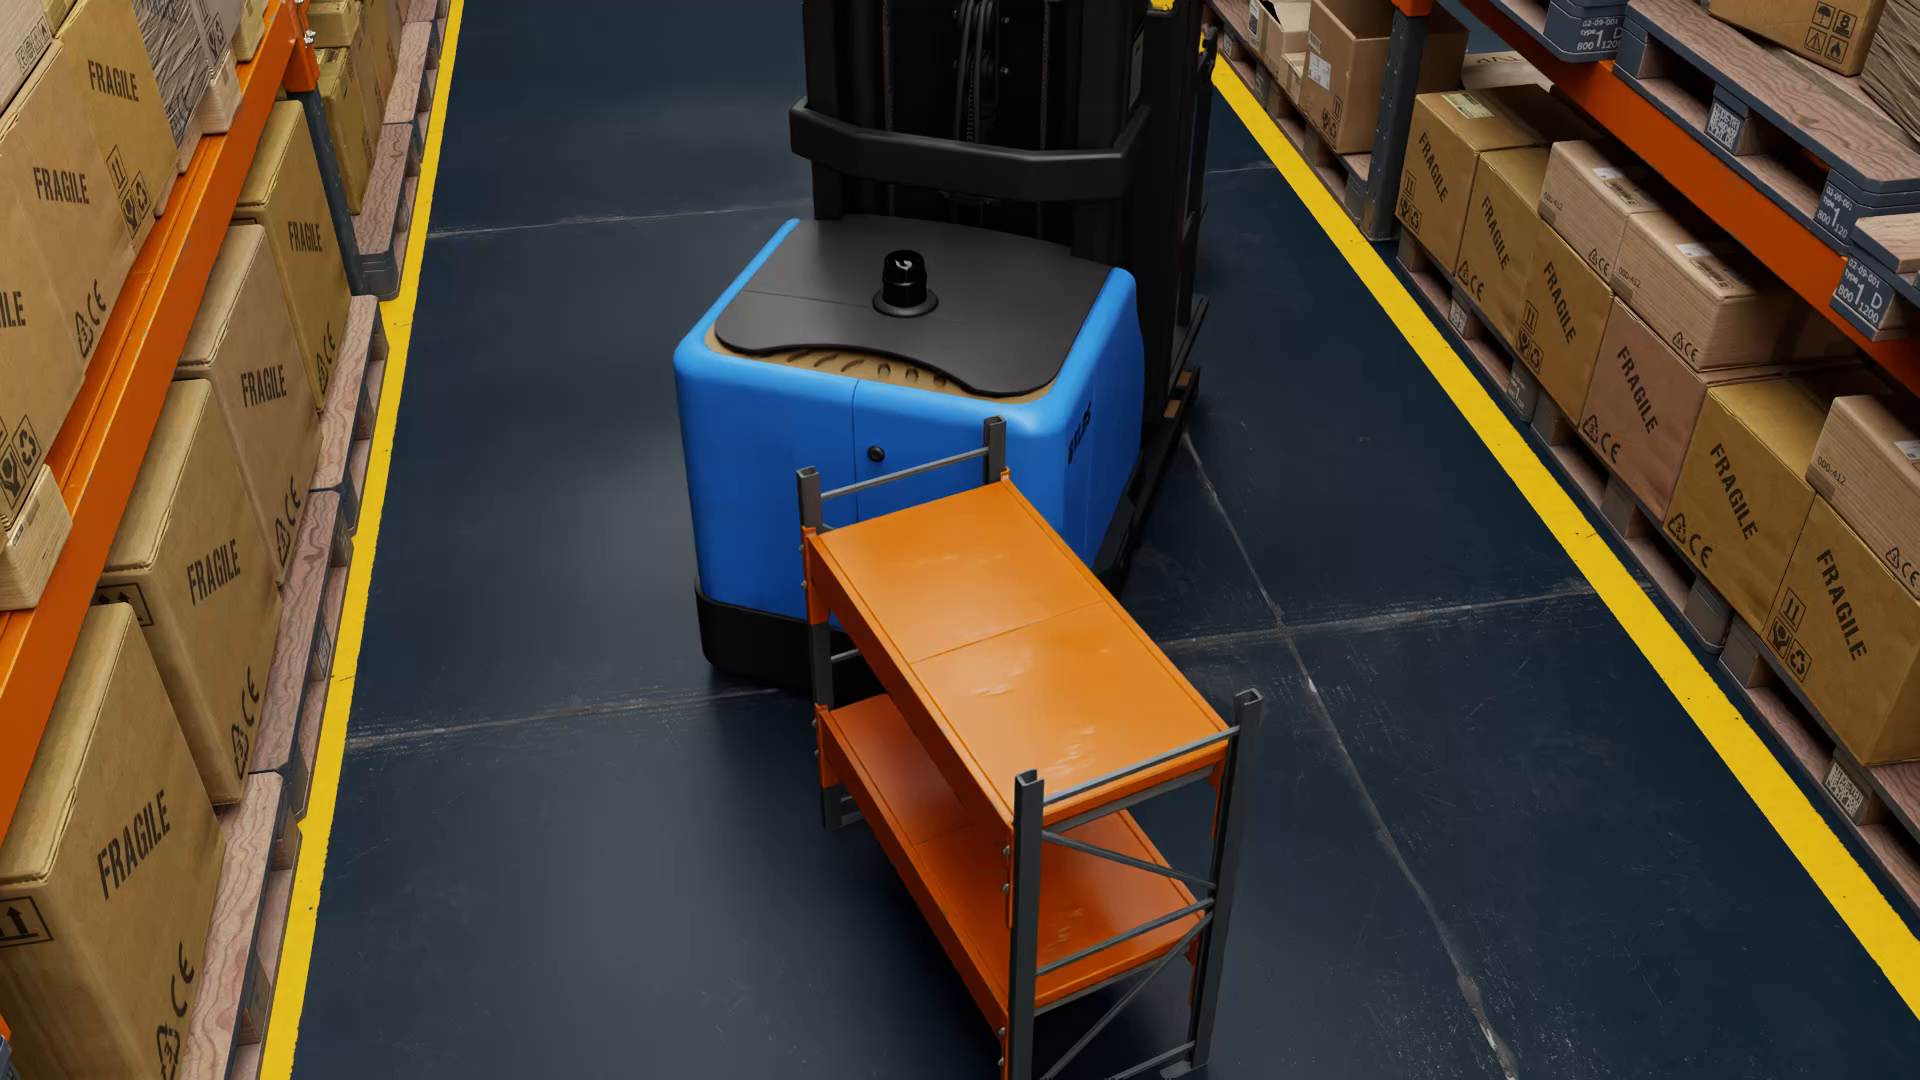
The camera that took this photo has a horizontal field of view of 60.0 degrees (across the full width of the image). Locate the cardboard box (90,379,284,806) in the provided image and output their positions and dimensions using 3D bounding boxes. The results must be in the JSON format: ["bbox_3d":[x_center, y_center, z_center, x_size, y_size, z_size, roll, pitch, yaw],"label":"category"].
[{"bbox_3d":[-2.163,0.157,4.013,0.750,0.750,0.750,-6,38,-8],"label":"cardboard box"}]

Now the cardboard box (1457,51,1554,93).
[{"bbox_3d":[2.298,-1.878,7.055,0.500,0.311,0.500,-6,38,-8],"label":"cardboard box"}]

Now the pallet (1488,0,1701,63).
[{"bbox_3d":[2.191,-1.919,5.431,1.003,0.211,1.213,-6,38,-8],"label":"pallet"}]

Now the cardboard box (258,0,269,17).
[{"bbox_3d":[-2.380,-1.689,5.167,0.380,0.149,0.250,-6,38,-8],"label":"cardboard box"}]

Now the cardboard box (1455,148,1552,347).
[{"bbox_3d":[2.108,-1.036,5.818,0.500,0.500,0.500,-6,38,-7],"label":"cardboard box"}]

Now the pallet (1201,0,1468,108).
[{"bbox_3d":[1.822,-2.541,8.349,1.003,0.211,1.213,-6,38,-8],"label":"pallet"}]

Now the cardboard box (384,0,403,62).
[{"bbox_3d":[-3.021,-2.531,7.758,0.700,0.500,0.500,-7,38,-9],"label":"cardboard box"}]

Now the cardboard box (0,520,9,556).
[{"bbox_3d":[-1.849,-0.024,2.495,0.500,0.500,0.500,-5,38,-7],"label":"cardboard box"}]

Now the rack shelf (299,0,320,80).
[{"bbox_3d":[-3.068,-2.878,7.096,1.077,0.370,4.000,-6,38,-8],"label":"rack shelf"}]

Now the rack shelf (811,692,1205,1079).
[{"bbox_3d":[0.100,0.707,3.822,0.538,0.278,1.000,-17,41,-21],"label":"rack shelf"}]

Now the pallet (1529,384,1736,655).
[{"bbox_3d":[2.556,-0.162,5.287,1.003,0.211,1.213,-6,38,-8],"label":"pallet"}]

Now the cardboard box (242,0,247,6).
[{"bbox_3d":[-2.388,-1.867,4.868,0.500,0.500,0.500,-7,38,-9],"label":"cardboard box"}]

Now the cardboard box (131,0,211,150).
[{"bbox_3d":[-2.210,-1.256,4.081,0.500,0.500,0.500,-6,38,-8],"label":"cardboard box"}]

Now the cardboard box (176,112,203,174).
[{"bbox_3d":[-2.229,-1.070,4.370,0.380,0.149,0.250,-6,38,-8],"label":"cardboard box"}]

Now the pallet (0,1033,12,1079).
[{"bbox_3d":[-1.786,0.957,1.730,1.213,0.211,1.003,-6,38,-8],"label":"pallet"}]

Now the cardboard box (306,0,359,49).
[{"bbox_3d":[-2.628,-2.078,6.646,0.380,0.149,0.250,-5,38,-6],"label":"cardboard box"}]

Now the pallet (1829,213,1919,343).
[{"bbox_3d":[2.672,-0.399,3.475,1.213,0.211,1.003,-6,38,-8],"label":"pallet"}]

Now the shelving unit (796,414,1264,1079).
[{"bbox_3d":[0.100,0.514,3.672,0.538,1.125,1.048,-17,41,-21],"label":"shelving unit"}]

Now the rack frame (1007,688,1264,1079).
[{"bbox_3d":[0.326,0.793,3.312,0.500,1.125,0.032,-17,41,-21],"label":"rack frame"}]

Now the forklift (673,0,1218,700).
[{"bbox_3d":[0.202,-1.542,4.846,1.130,2.935,3.031,11,39,14],"label":"forklift"}]

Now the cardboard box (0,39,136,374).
[{"bbox_3d":[-2.018,-0.641,3.290,0.500,0.500,0.500,-6,38,-8],"label":"cardboard box"}]

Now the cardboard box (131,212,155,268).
[{"bbox_3d":[-2.165,-0.755,3.965,0.380,0.149,0.250,-5,38,-7],"label":"cardboard box"}]

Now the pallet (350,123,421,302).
[{"bbox_3d":[-2.774,-1.320,6.778,1.003,0.211,1.213,-6,38,-8],"label":"pallet"}]

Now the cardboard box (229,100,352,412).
[{"bbox_3d":[-2.476,-0.892,5.363,0.750,0.750,0.750,-6,38,-7],"label":"cardboard box"}]

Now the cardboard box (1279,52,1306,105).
[{"bbox_3d":[1.655,-2.071,7.435,0.380,0.149,0.250,-6,38,-8],"label":"cardboard box"}]

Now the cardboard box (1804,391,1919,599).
[{"bbox_3d":[2.451,-0.129,4.039,0.500,0.250,0.500,-5,38,-6],"label":"cardboard box"}]

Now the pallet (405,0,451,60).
[{"bbox_3d":[-3.202,-2.794,8.675,1.003,0.211,1.213,-6,38,-8],"label":"pallet"}]

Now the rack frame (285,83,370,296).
[{"bbox_3d":[-2.717,-1.954,5.320,1.000,3.000,0.127,-6,38,-8],"label":"rack frame"}]

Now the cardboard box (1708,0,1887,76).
[{"bbox_3d":[2.529,-1.634,4.484,0.700,0.500,0.500,-16,41,-19],"label":"cardboard box"}]

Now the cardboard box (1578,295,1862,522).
[{"bbox_3d":[2.277,-0.428,5.035,0.500,0.500,0.500,-8,38,-10],"label":"cardboard box"}]

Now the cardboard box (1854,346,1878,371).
[{"bbox_3d":[2.785,-0.499,5.126,0.500,0.500,0.500,-7,38,-9],"label":"cardboard box"}]

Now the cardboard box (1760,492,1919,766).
[{"bbox_3d":[2.465,0.201,4.226,0.500,0.500,0.500,-5,38,-6],"label":"cardboard box"}]

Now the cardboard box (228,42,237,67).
[{"bbox_3d":[-2.311,-1.378,4.767,0.380,0.149,0.250,-5,38,-7],"label":"cardboard box"}]

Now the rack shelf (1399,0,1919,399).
[{"bbox_3d":[2.509,-0.997,4.675,1.077,0.370,4.000,-6,38,-8],"label":"rack shelf"}]

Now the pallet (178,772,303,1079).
[{"bbox_3d":[-2.080,1.079,3.689,1.003,0.211,1.213,-6,38,-8],"label":"pallet"}]

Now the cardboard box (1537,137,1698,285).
[{"bbox_3d":[2.179,-1.049,5.223,0.500,0.250,0.500,-6,38,-8],"label":"cardboard box"}]

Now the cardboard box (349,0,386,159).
[{"bbox_3d":[-2.832,-1.899,6.945,0.700,0.500,0.500,-7,38,-8],"label":"cardboard box"}]
